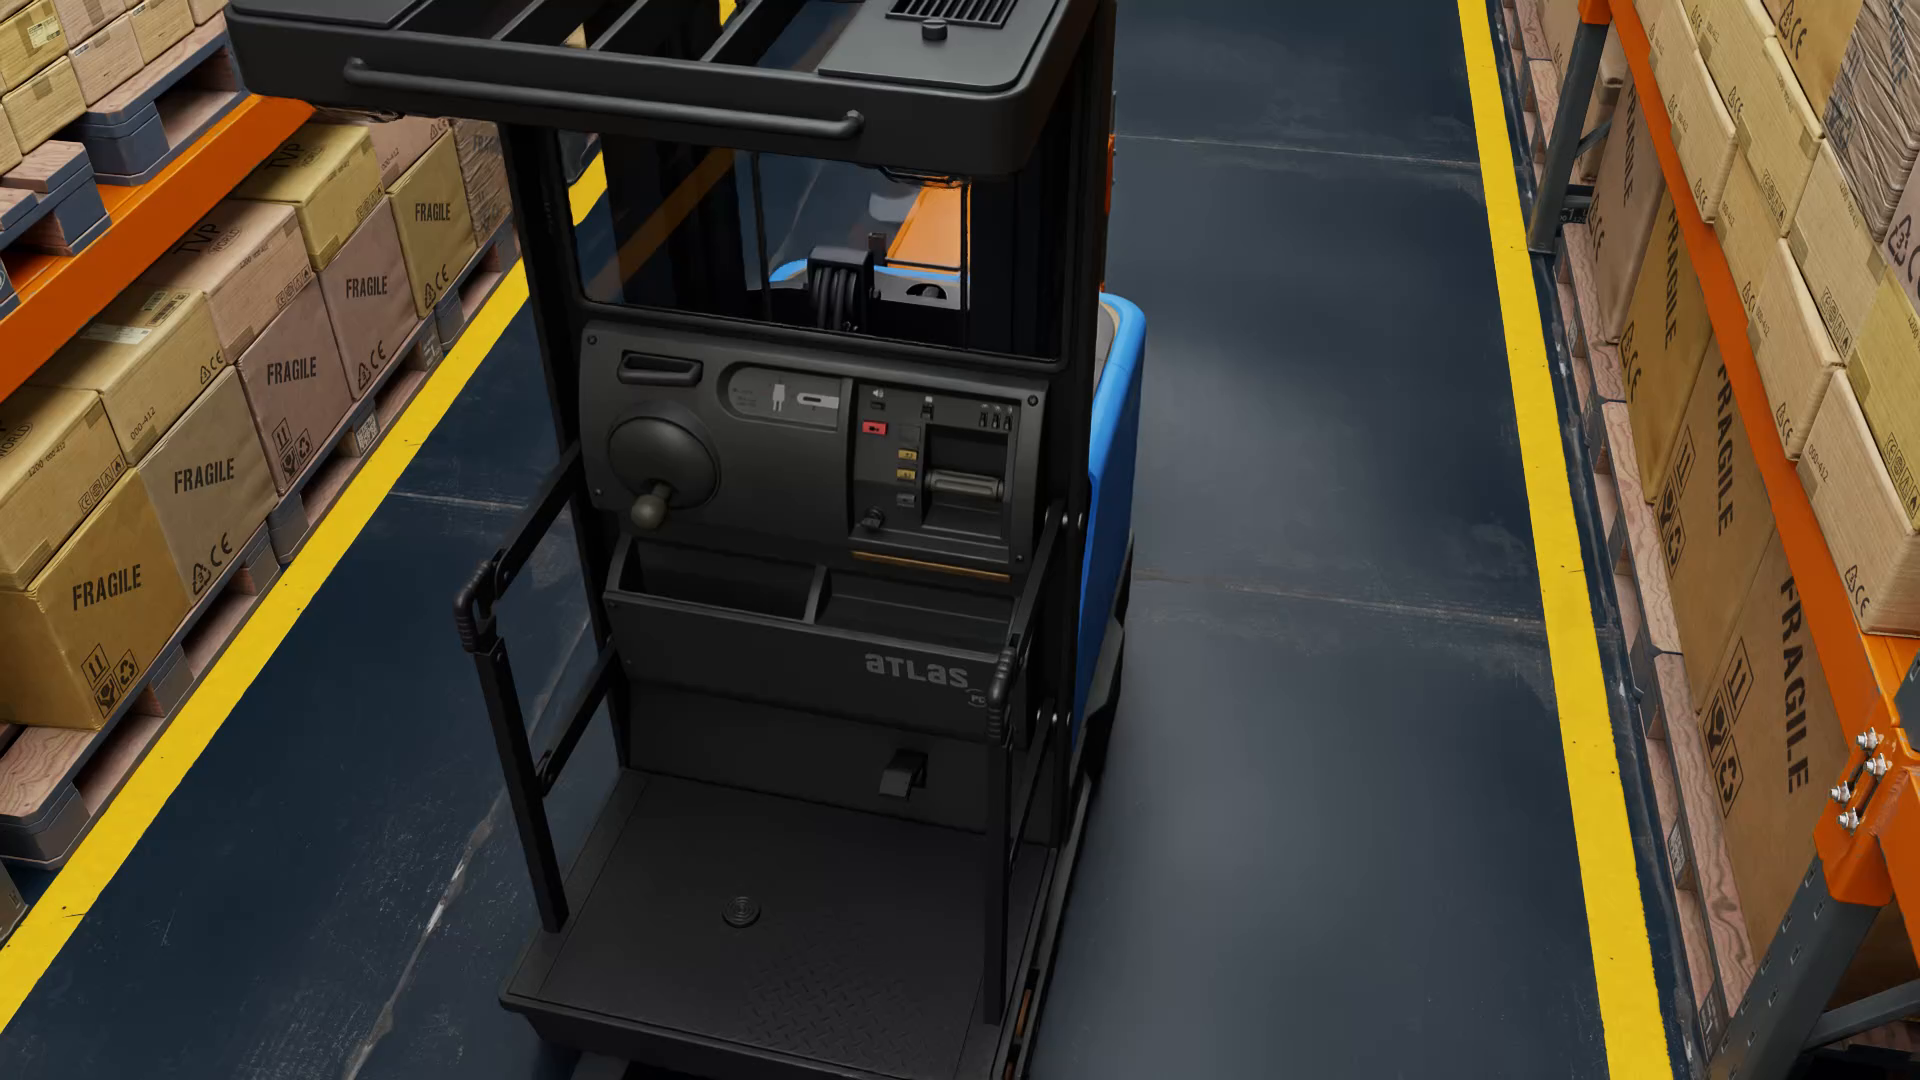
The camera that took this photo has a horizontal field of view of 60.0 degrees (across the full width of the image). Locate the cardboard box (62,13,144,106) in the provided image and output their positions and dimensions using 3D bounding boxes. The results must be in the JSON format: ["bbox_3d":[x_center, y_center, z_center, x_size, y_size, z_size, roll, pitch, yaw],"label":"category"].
[{"bbox_3d":[-2.358,-1.252,4.278,0.380,0.149,0.250,8,40,9],"label":"cardboard box"}]

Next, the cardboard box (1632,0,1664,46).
[{"bbox_3d":[2.345,-1.652,5.011,0.500,0.250,0.500,5,40,7],"label":"cardboard box"}]

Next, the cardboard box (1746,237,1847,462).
[{"bbox_3d":[1.981,-0.382,3.475,0.500,0.250,0.500,7,40,8],"label":"cardboard box"}]

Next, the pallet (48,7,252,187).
[{"bbox_3d":[-2.514,-1.426,4.772,1.003,0.211,1.213,6,40,8],"label":"pallet"}]

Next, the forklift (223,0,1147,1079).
[{"bbox_3d":[-0.347,-0.098,3.068,1.130,2.935,3.031,9,40,11],"label":"forklift"}]

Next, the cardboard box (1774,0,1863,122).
[{"bbox_3d":[2.082,-1.182,3.463,0.500,0.500,0.500,6,40,8],"label":"cardboard box"}]

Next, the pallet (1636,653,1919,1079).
[{"bbox_3d":[2.287,0.817,4.096,1.003,0.211,1.213,6,40,8],"label":"pallet"}]

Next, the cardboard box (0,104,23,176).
[{"bbox_3d":[-2.447,-0.915,3.870,0.380,0.149,0.250,8,40,10],"label":"cardboard box"}]

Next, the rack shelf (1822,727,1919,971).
[{"bbox_3d":[1.730,1.761,1.330,1.077,0.370,4.000,6,40,8],"label":"rack shelf"}]

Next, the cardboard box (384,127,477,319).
[{"bbox_3d":[-2.093,-1.148,5.917,0.500,0.500,0.500,6,40,7],"label":"cardboard box"}]

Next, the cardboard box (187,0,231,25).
[{"bbox_3d":[-2.266,-1.573,4.666,0.380,0.149,0.250,5,40,6],"label":"cardboard box"}]

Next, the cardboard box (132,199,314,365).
[{"bbox_3d":[-2.273,-0.775,4.876,0.500,0.250,0.500,7,40,8],"label":"cardboard box"}]

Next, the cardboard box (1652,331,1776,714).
[{"bbox_3d":[2.436,-0.098,4.352,0.875,0.875,0.875,7,40,8],"label":"cardboard box"}]

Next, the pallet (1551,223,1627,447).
[{"bbox_3d":[2.709,-0.714,5.948,1.003,0.211,1.213,6,40,8],"label":"pallet"}]

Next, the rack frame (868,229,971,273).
[{"bbox_3d":[0.000,-0.361,4.804,0.500,1.125,0.032,9,40,11],"label":"rack frame"}]

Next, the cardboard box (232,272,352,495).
[{"bbox_3d":[-2.275,-0.506,5.141,0.500,0.500,0.500,5,40,7],"label":"cardboard box"}]

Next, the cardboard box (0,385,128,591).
[{"bbox_3d":[-2.459,-0.147,4.118,0.500,0.250,0.500,5,40,6],"label":"cardboard box"}]

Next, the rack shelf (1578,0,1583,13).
[{"bbox_3d":[3.115,-3.259,7.403,1.077,0.370,4.000,6,40,8],"label":"rack shelf"}]

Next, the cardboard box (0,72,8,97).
[{"bbox_3d":[-2.447,-1.053,3.803,0.380,0.149,0.250,5,40,6],"label":"cardboard box"}]

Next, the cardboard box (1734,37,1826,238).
[{"bbox_3d":[2.064,-0.884,3.690,0.500,0.250,0.500,5,40,7],"label":"cardboard box"}]

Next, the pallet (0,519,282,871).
[{"bbox_3d":[-2.680,0.331,4.684,1.003,0.211,1.213,6,40,8],"label":"pallet"}]

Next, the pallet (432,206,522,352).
[{"bbox_3d":[-2.257,-1.200,6.536,1.003,0.211,1.213,6,40,8],"label":"pallet"}]

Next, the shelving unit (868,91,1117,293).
[{"bbox_3d":[0.120,-0.676,5.185,0.538,1.125,1.048,9,40,11],"label":"shelving unit"}]

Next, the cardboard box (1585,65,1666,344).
[{"bbox_3d":[2.740,-1.227,5.717,0.875,0.875,0.875,8,40,9],"label":"cardboard box"}]

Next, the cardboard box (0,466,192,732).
[{"bbox_3d":[-2.443,0.132,4.368,0.500,0.500,0.500,5,40,6],"label":"cardboard box"}]

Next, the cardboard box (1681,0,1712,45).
[{"bbox_3d":[2.239,-1.527,4.469,0.500,0.250,0.500,7,40,8],"label":"cardboard box"}]

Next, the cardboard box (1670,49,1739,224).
[{"bbox_3d":[2.145,-1.019,4.246,0.500,0.250,0.500,6,40,7],"label":"cardboard box"}]

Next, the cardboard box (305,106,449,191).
[{"bbox_3d":[-2.106,-1.435,5.675,0.500,0.250,0.500,8,40,10],"label":"cardboard box"}]

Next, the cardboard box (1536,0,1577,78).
[{"bbox_3d":[3.137,-2.400,7.480,0.875,0.438,0.875,5,40,6],"label":"cardboard box"}]

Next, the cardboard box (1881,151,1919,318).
[{"bbox_3d":[1.908,-0.548,2.696,0.500,0.500,0.500,5,40,6],"label":"cardboard box"}]

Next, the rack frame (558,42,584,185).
[{"bbox_3d":[-2.124,-2.764,6.239,1.000,3.000,0.127,6,40,8],"label":"rack frame"}]

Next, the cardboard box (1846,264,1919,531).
[{"bbox_3d":[1.910,-0.238,2.909,0.500,0.250,0.500,6,40,8],"label":"cardboard box"}]

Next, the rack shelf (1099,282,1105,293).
[{"bbox_3d":[0.120,-0.488,5.341,0.538,0.278,1.000,9,40,11],"label":"rack shelf"}]

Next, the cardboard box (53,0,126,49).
[{"bbox_3d":[-2.360,-1.367,4.184,0.380,0.149,0.250,6,40,8],"label":"cardboard box"}]

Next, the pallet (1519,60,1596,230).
[{"bbox_3d":[2.977,-1.675,7.111,1.003,0.211,1.213,6,40,8],"label":"pallet"}]
